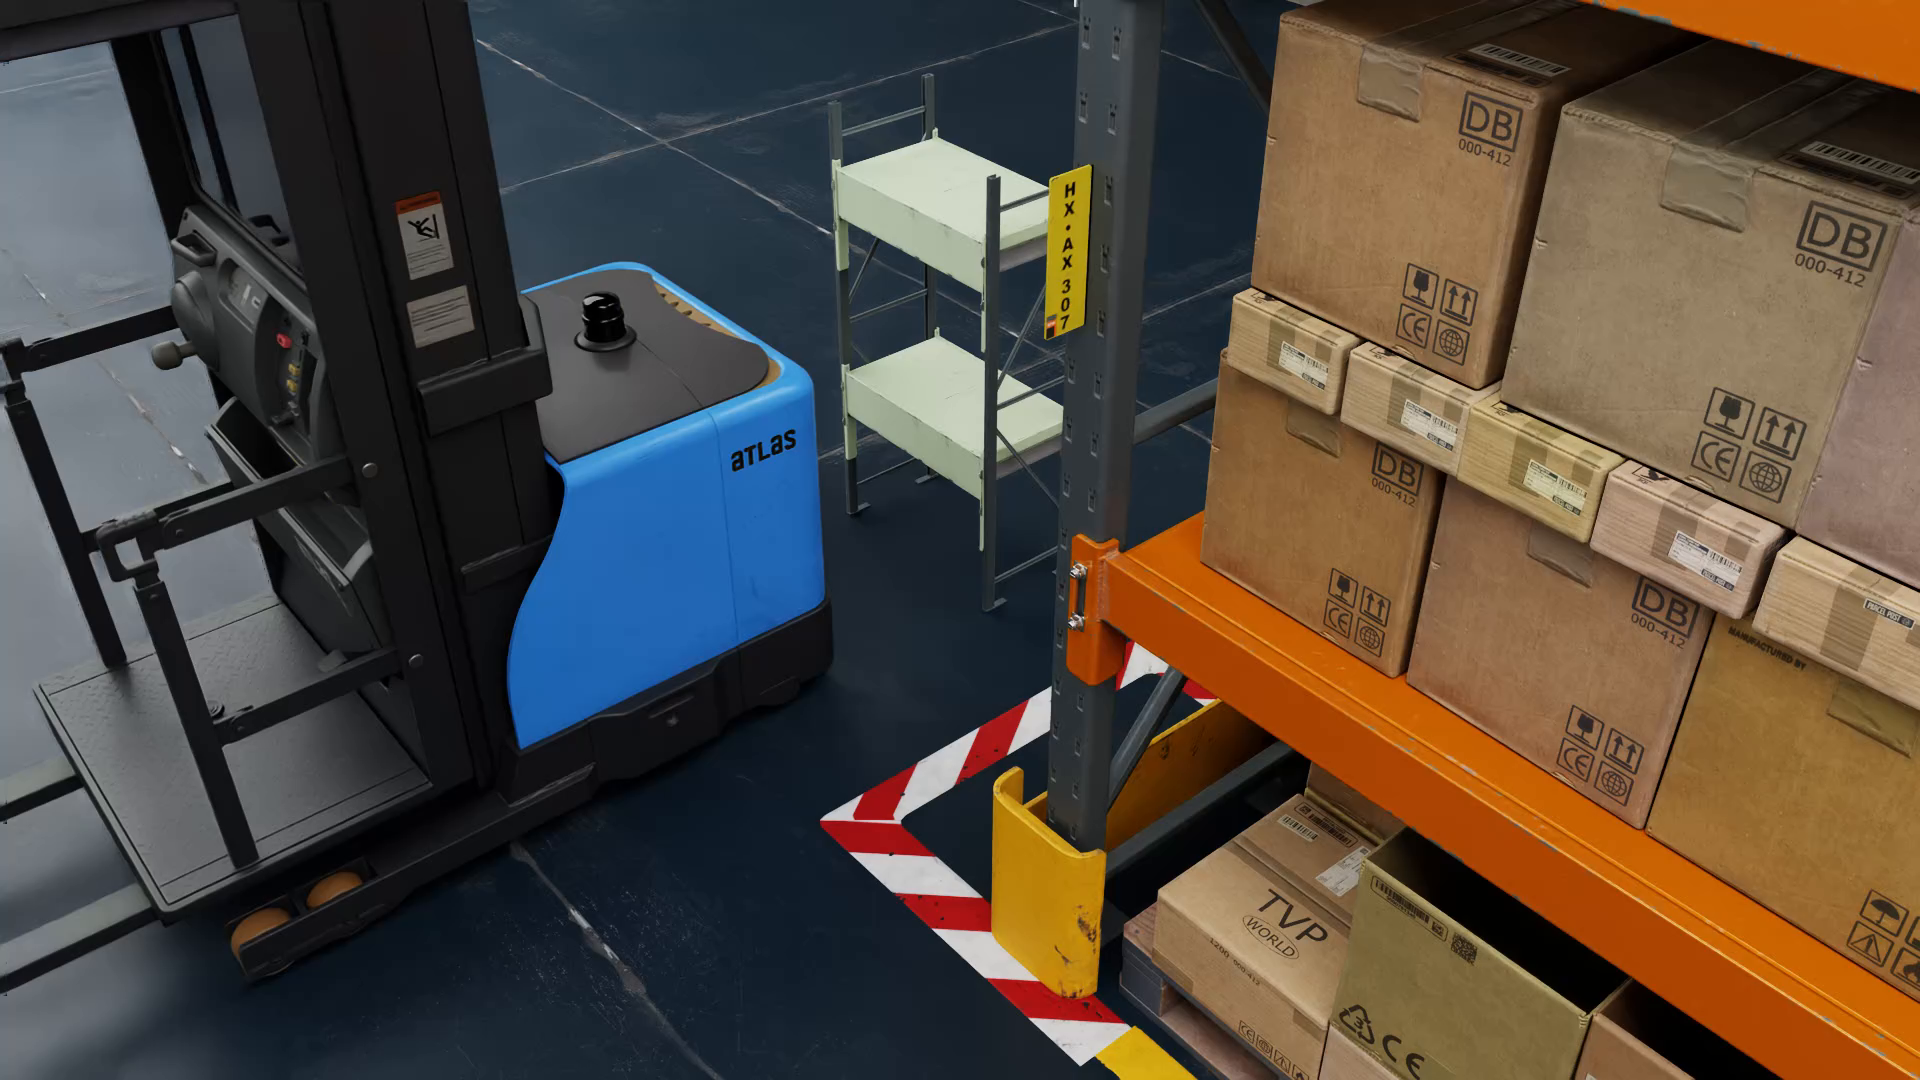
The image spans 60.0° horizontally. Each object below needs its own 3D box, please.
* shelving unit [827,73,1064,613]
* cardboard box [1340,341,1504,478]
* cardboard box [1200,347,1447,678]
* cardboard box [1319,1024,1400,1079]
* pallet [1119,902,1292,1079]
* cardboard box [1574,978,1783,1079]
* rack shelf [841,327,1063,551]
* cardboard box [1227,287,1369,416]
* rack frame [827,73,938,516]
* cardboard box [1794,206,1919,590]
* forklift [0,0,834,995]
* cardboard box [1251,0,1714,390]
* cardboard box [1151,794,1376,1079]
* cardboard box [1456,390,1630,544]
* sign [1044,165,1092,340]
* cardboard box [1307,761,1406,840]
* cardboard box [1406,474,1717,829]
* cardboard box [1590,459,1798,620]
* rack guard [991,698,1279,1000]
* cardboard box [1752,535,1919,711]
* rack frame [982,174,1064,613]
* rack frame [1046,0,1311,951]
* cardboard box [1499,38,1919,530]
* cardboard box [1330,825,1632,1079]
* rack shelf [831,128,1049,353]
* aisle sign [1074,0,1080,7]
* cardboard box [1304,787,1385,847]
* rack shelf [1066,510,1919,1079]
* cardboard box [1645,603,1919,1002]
[{"bbox_3d":[-0.004,-0.615,5.321,0.431,1.500,0.755,-26,43,-32],"label":"shelving unit"},{"bbox_3d":[0.888,-0.285,2.910,0.380,0.149,0.250,-27,43,-33],"label":"cardboard box"},{"bbox_3d":[0.919,-0.179,3.320,0.700,0.500,0.500,-26,43,-32],"label":"cardboard box"},{"bbox_3d":[1.129,1.141,3.559,0.500,0.250,0.500,-26,43,-32],"label":"cardboard box"},{"bbox_3d":[1.153,1.111,3.998,1.003,0.211,1.213,-26,43,-32],"label":"pallet"},{"bbox_3d":[1.460,1.052,3.037,0.500,0.500,0.500,-26,43,-32],"label":"cardboard box"},{"bbox_3d":[-0.004,-0.349,5.509,0.431,0.370,0.720,-26,43,-32],"label":"rack shelf"},{"bbox_3d":[0.716,-0.401,3.073,0.380,0.149,0.250,-26,43,-32],"label":"cardboard box"},{"bbox_3d":[-0.241,-0.777,5.549,0.400,1.500,0.023,-26,43,-32],"label":"rack frame"},{"bbox_3d":[1.622,-0.232,2.274,0.700,0.500,0.500,-26,43,-32],"label":"cardboard box"},{"bbox_3d":[-1.844,-0.443,3.840,3.031,2.935,1.130,-26,43,-31],"label":"forklift"},{"bbox_3d":[0.953,-0.685,2.912,0.700,0.500,0.500,-26,43,-32],"label":"cardboard box"},{"bbox_3d":[0.803,0.922,3.869,0.500,0.250,0.500,-26,43,-32],"label":"cardboard box"},{"bbox_3d":[1.048,-0.174,2.753,0.380,0.149,0.250,-26,43,-32],"label":"cardboard box"},{"bbox_3d":[0.199,-0.530,3.085,0.100,0.325,0.005,-26,43,-32],"label":"sign"},{"bbox_3d":[1.201,0.422,3.926,0.500,0.500,0.500,-26,43,-32],"label":"cardboard box"},{"bbox_3d":[1.261,0.051,2.996,0.700,0.500,0.500,-25,42,-31],"label":"cardboard box"},{"bbox_3d":[1.209,-0.062,2.595,0.380,0.149,0.250,-27,43,-32],"label":"cardboard box"},{"bbox_3d":[0.612,0.661,4.384,1.175,0.500,0.348,-26,43,-32],"label":"rack guard"},{"bbox_3d":[1.383,0.054,2.430,0.380,0.149,0.250,-28,44,-33],"label":"cardboard box"},{"bbox_3d":[0.232,-0.453,5.093,0.400,1.500,0.023,-26,43,-32],"label":"rack frame"},{"bbox_3d":[0.627,-0.349,3.647,1.000,3.000,0.127,-26,43,-32],"label":"rack frame"},{"bbox_3d":[1.296,-0.455,2.587,0.700,0.500,0.500,-27,43,-33],"label":"cardboard box"},{"bbox_3d":[1.127,0.836,3.342,0.500,0.500,0.500,-26,43,-32],"label":"cardboard box"},{"bbox_3d":[-0.004,-0.933,5.095,0.431,0.370,0.720,-26,43,-32],"label":"rack shelf"},{"bbox_3d":[0.351,-1.324,2.775,0.394,0.787,0.004,-26,43,-32],"label":"aisle sign"},{"bbox_3d":[1.199,0.729,4.142,0.500,0.250,0.500,-26,43,-32],"label":"cardboard box"},{"bbox_3d":[1.918,0.828,2.608,1.077,0.370,4.000,-26,43,-32],"label":"rack shelf"},{"bbox_3d":[1.577,0.273,2.683,0.700,0.500,0.500,-26,43,-31],"label":"cardboard box"}]
